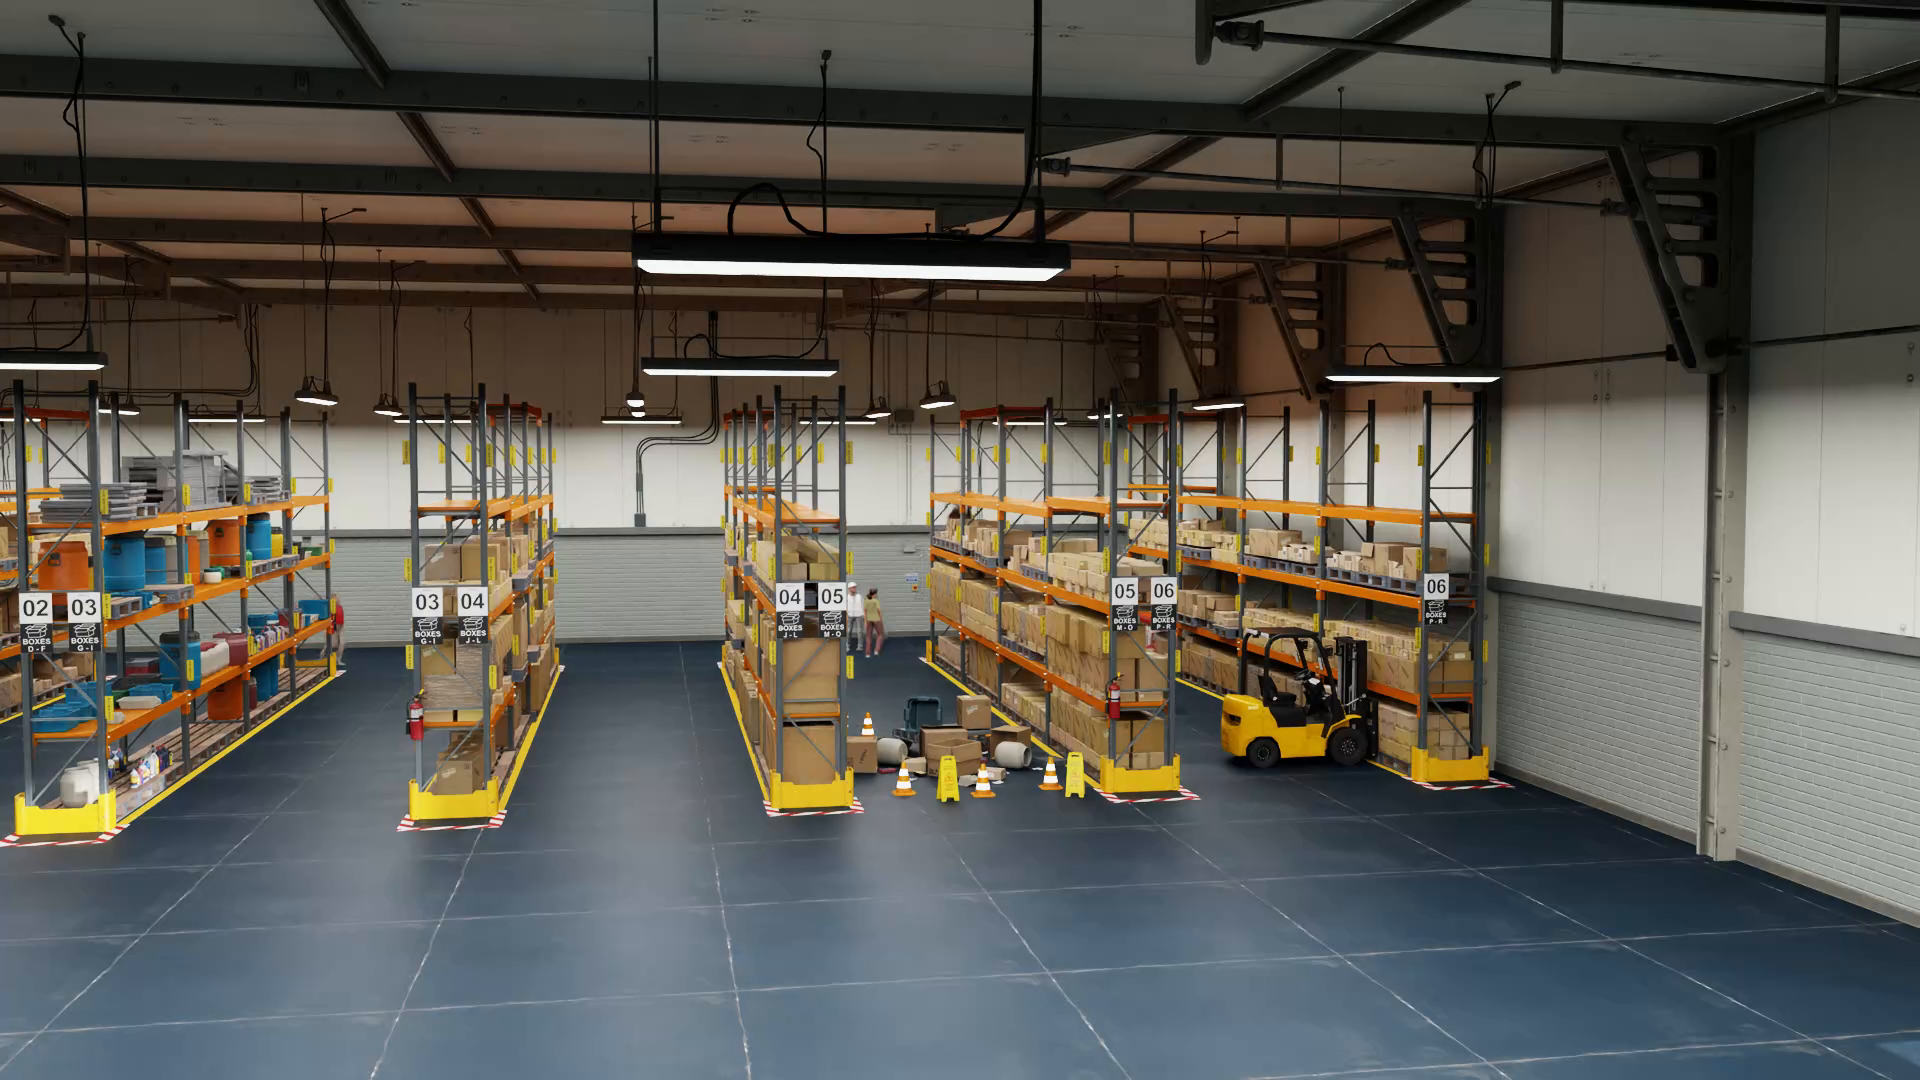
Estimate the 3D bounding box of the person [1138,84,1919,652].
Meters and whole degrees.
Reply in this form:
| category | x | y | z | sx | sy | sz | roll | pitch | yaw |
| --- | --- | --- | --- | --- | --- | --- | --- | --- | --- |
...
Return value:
| category | x | y | z | sx | sy | sz | roll | pitch | yaw |
| --- | --- | --- | --- | --- | --- | --- | --- | --- | --- |
| person | 7.308 | -0.731 | 24.424 | 1.280 | 9.004 | 20.614 | -1 | 3 | -23 |

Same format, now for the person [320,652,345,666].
| category | x | y | z | sx | sy | sz | roll | pitch | yaw |
| --- | --- | --- | --- | --- | --- | --- | --- | --- | --- |
| person | -14.894 | 2.816 | 39.450 | 0.583 | 0.345 | 0.368 | 2 | 3 | 30 |

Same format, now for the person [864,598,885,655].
| category | x | y | z | sx | sy | sz | roll | pitch | yaw |
| --- | --- | --- | --- | --- | --- | --- | --- | --- | --- |
| person | -2.045 | 2.053 | 39.477 | 0.475 | 1.358 | 0.341 | 1 | 3 | 23 |

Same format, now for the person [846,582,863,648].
| category | x | y | z | sx | sy | sz | roll | pitch | yaw |
| --- | --- | --- | --- | --- | --- | --- | --- | --- | --- |
| person | -2.717 | 1.933 | 42.711 | 0.475 | 1.707 | 0.408 | 0 | 3 | 8 |
